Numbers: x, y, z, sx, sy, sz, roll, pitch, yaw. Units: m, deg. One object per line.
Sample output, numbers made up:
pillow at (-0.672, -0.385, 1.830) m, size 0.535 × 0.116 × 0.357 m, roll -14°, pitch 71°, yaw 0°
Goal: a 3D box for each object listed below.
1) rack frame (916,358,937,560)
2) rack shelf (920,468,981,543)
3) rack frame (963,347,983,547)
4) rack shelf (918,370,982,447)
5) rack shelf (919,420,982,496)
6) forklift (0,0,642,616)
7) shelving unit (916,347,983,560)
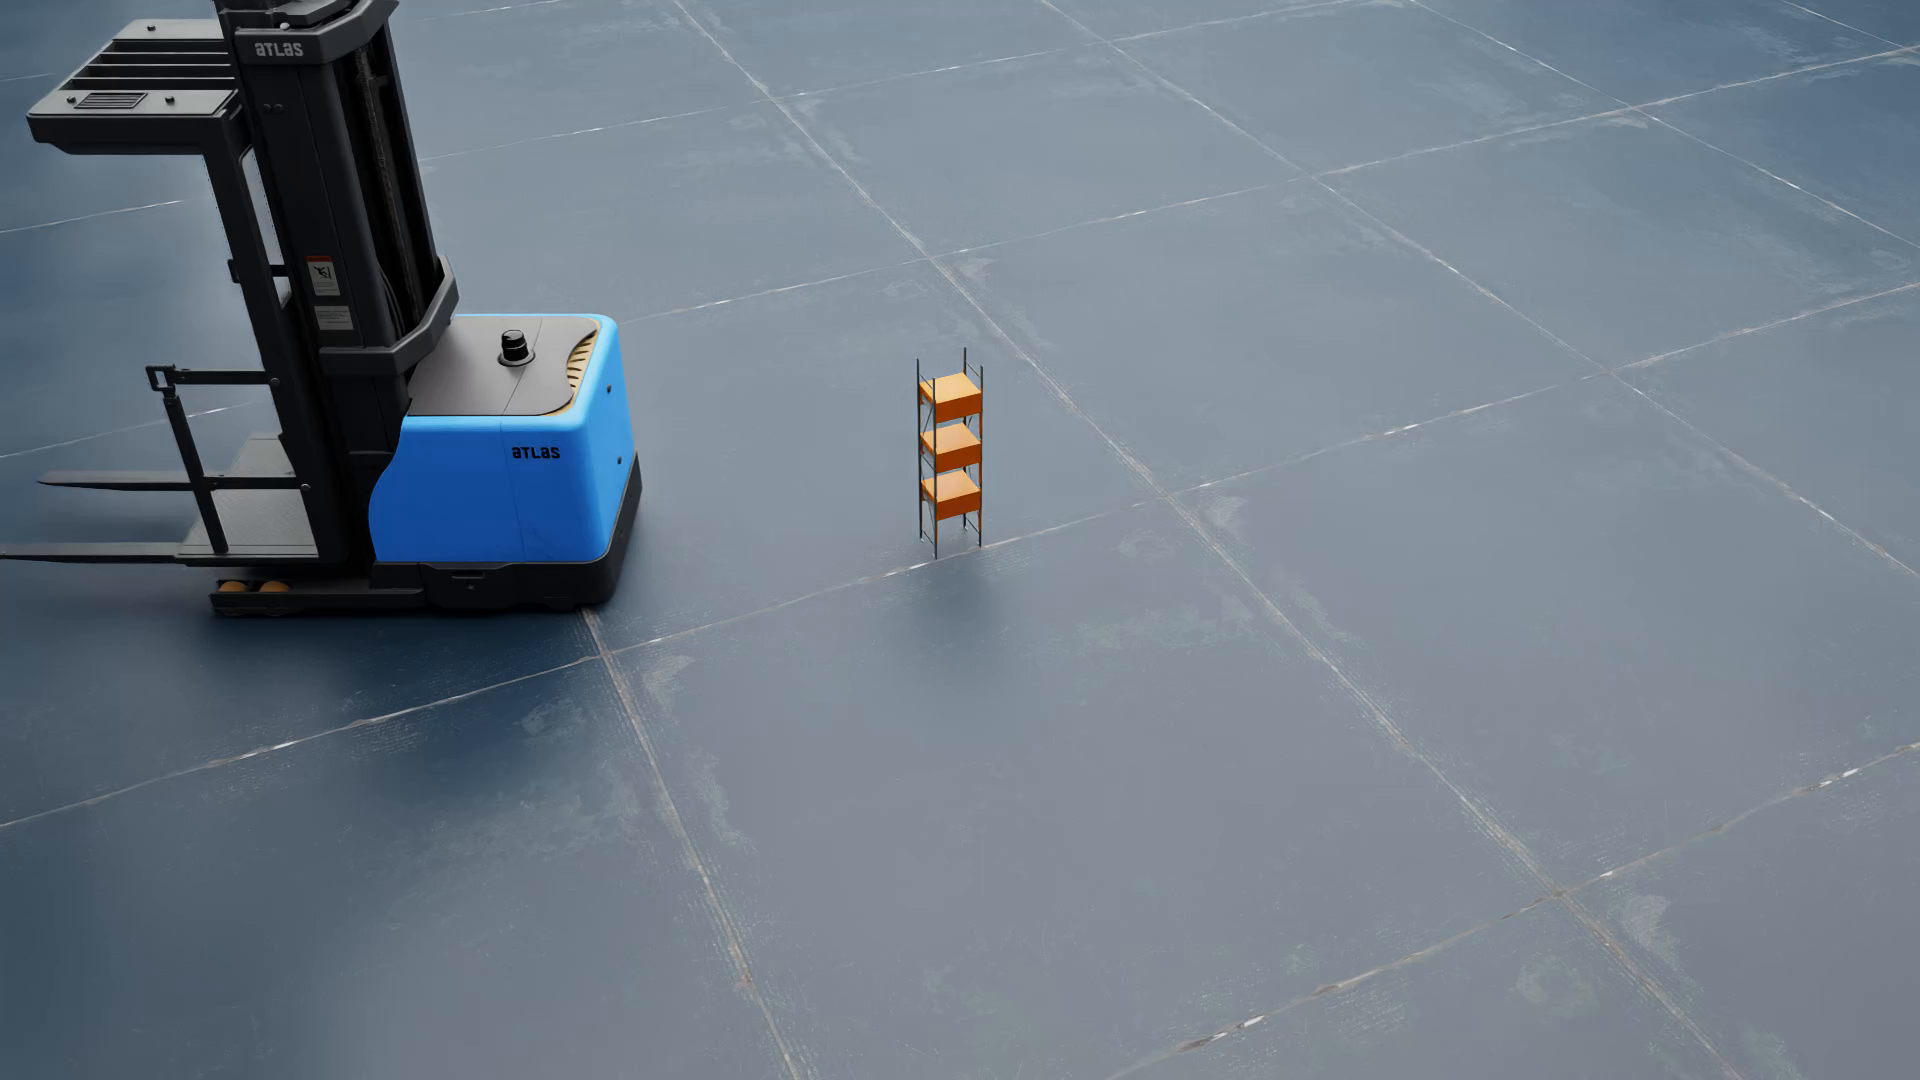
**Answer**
rack frame at (-0.159, -0.377, 8.020) m, size 0.008 × 1.050 × 0.200 m, roll -16°, pitch 39°, yaw -20°
rack shelf at (-0.048, -0.176, 8.234) m, size 0.240 × 0.259 × 0.215 m, roll -16°, pitch 39°, yaw -20°
rack frame at (0.062, -0.439, 8.104) m, size 0.008 × 1.050 × 0.200 m, roll -16°, pitch 39°, yaw -20°
rack shelf at (-0.048, -0.628, 7.899) m, size 0.240 × 0.259 × 0.215 m, roll -16°, pitch 39°, yaw -20°
rack shelf at (-0.048, -0.400, 8.068) m, size 0.240 × 0.259 × 0.215 m, roll -16°, pitch 39°, yaw -20°
forklift at (-3.163, -1.131, 7.457) m, size 3.031 × 2.935 × 1.130 m, roll 0°, pitch 37°, yaw 0°
shelving unit at (-0.048, -0.408, 8.062) m, size 0.252 × 1.050 × 0.215 m, roll -16°, pitch 39°, yaw -20°
